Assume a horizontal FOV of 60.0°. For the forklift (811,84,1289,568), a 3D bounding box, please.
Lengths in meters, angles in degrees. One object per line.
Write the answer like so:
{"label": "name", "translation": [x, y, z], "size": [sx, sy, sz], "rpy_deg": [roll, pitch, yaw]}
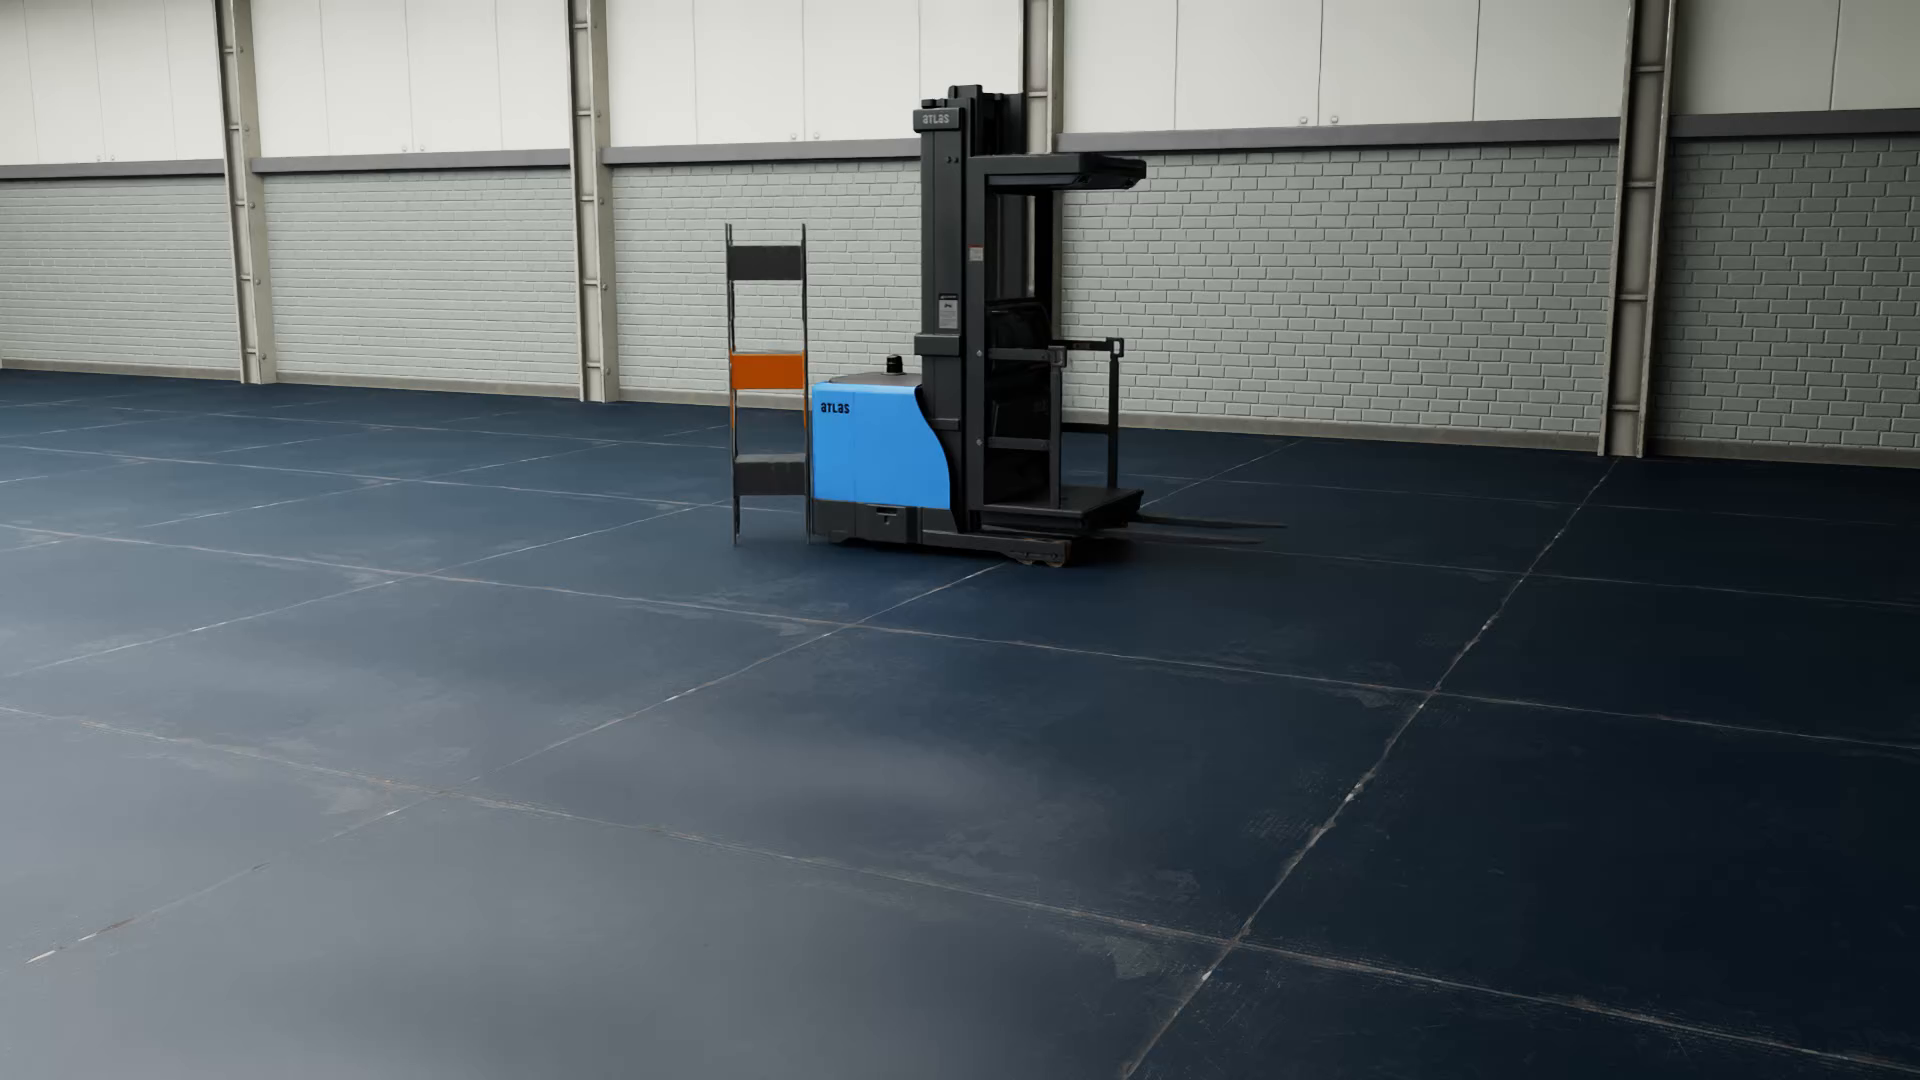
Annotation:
{"label": "forklift", "translation": [0.567, -1.379, 10.620], "size": [3.031, 2.935, 1.130], "rpy_deg": [5, 11, 25]}

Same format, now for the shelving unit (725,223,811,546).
{"label": "shelving unit", "translation": [-1.264, -1.032, 11.034], "size": [0.503, 2.100, 0.431], "rpy_deg": [-1, 10, -4]}

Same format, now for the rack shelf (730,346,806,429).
{"label": "rack shelf", "translation": [-1.264, -1.019, 11.036], "size": [0.480, 0.518, 0.431], "rpy_deg": [-1, 10, -4]}

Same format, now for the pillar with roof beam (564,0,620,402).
{"label": "pillar with roof beam", "translation": [-6.428, -5.491, 16.301], "size": [0.400, 9.000, 9.100], "rpy_deg": [5, 11, 26]}

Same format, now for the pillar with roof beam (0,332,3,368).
{"label": "pillar with roof beam", "translation": [-17.189, -6.437, 21.526], "size": [0.400, 9.000, 9.100], "rpy_deg": [5, 11, 26]}

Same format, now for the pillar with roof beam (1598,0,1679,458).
{"label": "pillar with roof beam", "translation": [4.334, -4.545, 11.077], "size": [0.400, 9.000, 9.100], "rpy_deg": [5, 11, 26]}

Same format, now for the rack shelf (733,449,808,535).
{"label": "rack shelf", "translation": [-1.263, -0.330, 11.161], "size": [0.480, 0.518, 0.431], "rpy_deg": [-1, 10, -4]}

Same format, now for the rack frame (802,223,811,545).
{"label": "rack frame", "translation": [-1.020, -1.035, 11.050], "size": [0.015, 2.100, 0.400], "rpy_deg": [-1, 10, -4]}

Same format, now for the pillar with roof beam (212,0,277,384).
{"label": "pillar with roof beam", "translation": [-11.809, -5.964, 18.914], "size": [0.400, 9.000, 9.100], "rpy_deg": [5, 11, 26]}

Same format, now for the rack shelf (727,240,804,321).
{"label": "rack shelf", "translation": [-1.265, -1.708, 10.912], "size": [0.480, 0.518, 0.431], "rpy_deg": [-1, 10, -4]}

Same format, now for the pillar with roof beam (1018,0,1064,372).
{"label": "pillar with roof beam", "translation": [-1.047, -5.018, 13.689], "size": [0.400, 9.000, 9.100], "rpy_deg": [5, 11, 26]}

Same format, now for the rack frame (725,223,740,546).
{"label": "rack frame", "translation": [-1.507, -1.029, 11.018], "size": [0.015, 2.100, 0.400], "rpy_deg": [-1, 10, -4]}
